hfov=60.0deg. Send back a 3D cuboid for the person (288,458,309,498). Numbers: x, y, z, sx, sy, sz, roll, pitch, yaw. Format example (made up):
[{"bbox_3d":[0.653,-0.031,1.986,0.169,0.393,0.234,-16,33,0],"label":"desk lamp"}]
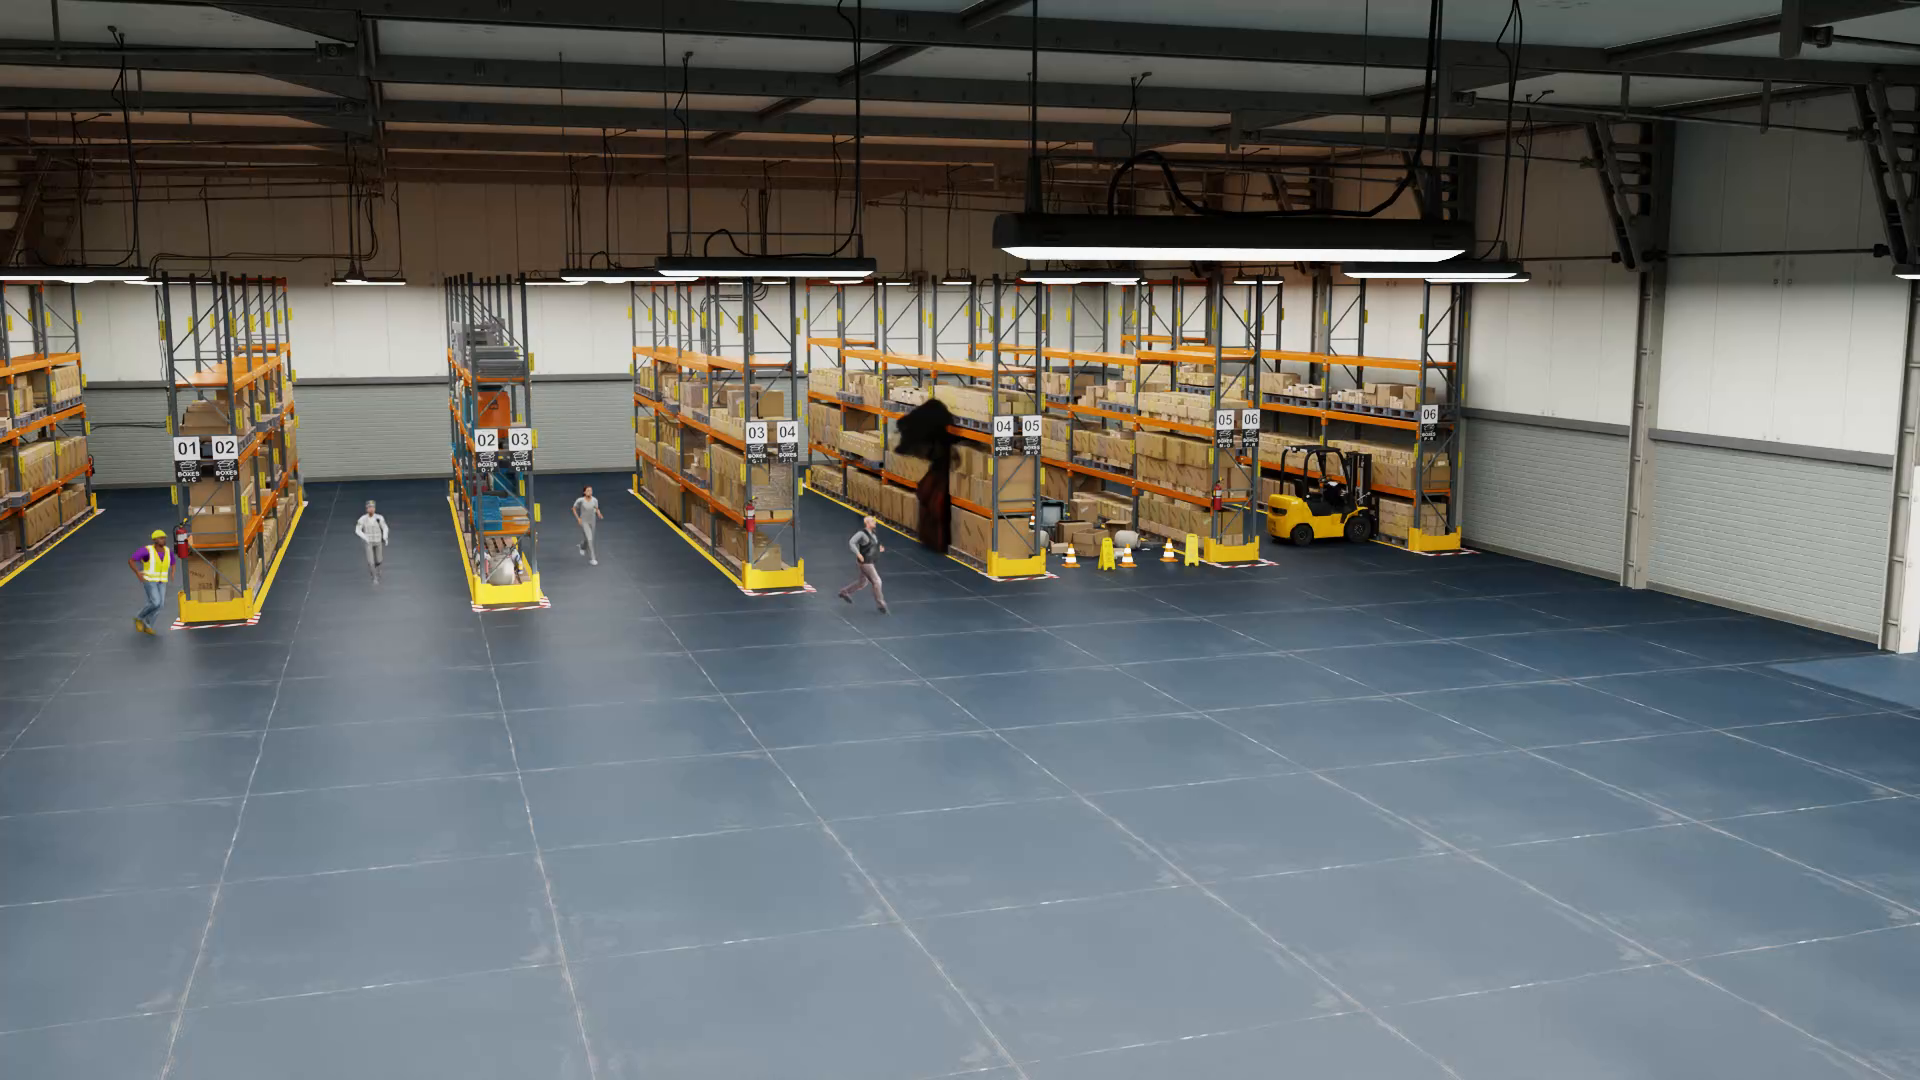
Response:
[{"bbox_3d":[-18.284,-1.979,45.386,0.815,1.803,0.702,-2,9,-12],"label":"person"}]

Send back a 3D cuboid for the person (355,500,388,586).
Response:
[{"bbox_3d":[-11.425,0.048,32.362,0.616,1.659,0.531,-4,10,-25],"label":"person"}]

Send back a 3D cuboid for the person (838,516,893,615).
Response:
[{"bbox_3d":[-1.677,0.545,29.562,1.055,1.577,0.624,2,9,14],"label":"person"}]

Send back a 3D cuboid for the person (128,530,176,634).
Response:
[{"bbox_3d":[-13.431,0.695,27.842,0.547,1.719,0.722,5,10,28],"label":"person"}]

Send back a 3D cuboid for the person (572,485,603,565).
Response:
[{"bbox_3d":[-7.859,-0.341,34.940,0.547,1.654,0.877,-7,11,-39],"label":"person"}]
